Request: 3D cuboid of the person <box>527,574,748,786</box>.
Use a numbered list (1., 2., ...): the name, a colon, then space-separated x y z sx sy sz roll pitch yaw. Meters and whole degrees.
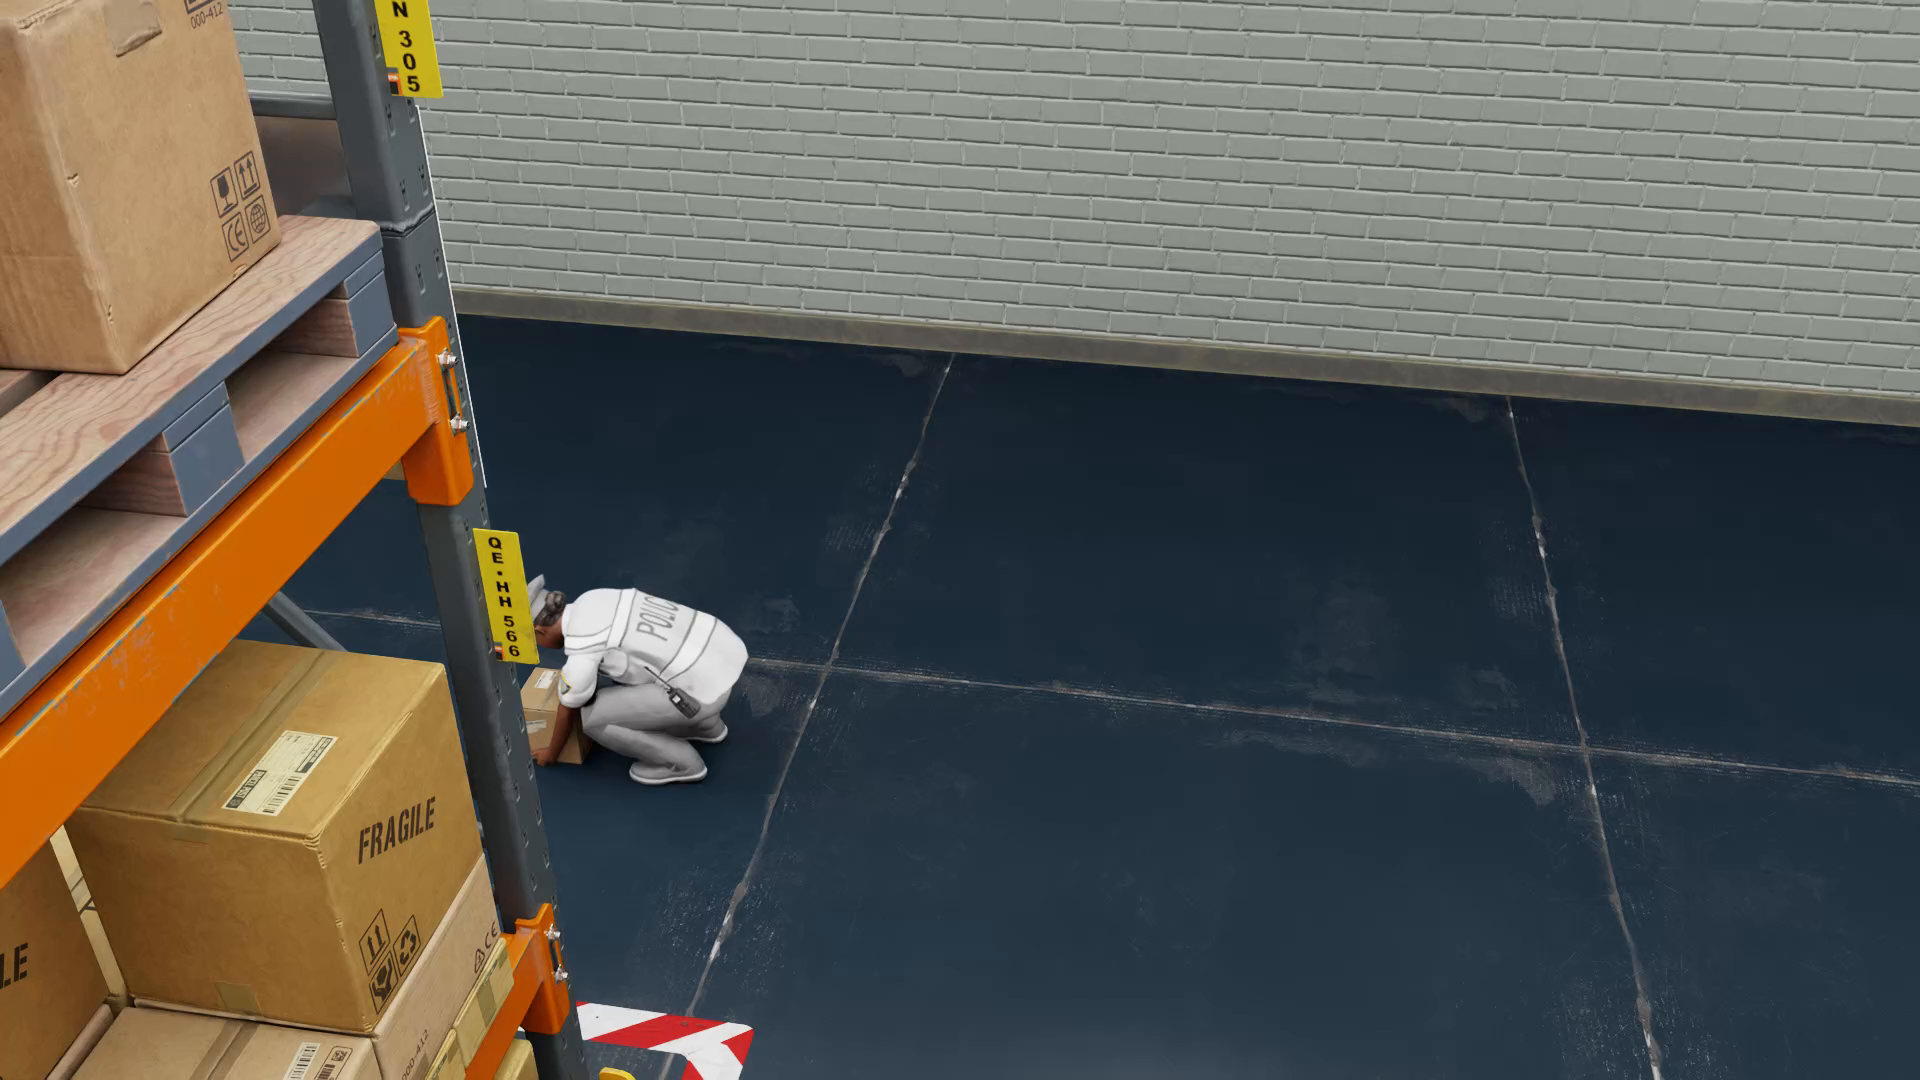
1. person: -1.246 0.518 6.217 0.895 0.852 0.473 5 33 8
